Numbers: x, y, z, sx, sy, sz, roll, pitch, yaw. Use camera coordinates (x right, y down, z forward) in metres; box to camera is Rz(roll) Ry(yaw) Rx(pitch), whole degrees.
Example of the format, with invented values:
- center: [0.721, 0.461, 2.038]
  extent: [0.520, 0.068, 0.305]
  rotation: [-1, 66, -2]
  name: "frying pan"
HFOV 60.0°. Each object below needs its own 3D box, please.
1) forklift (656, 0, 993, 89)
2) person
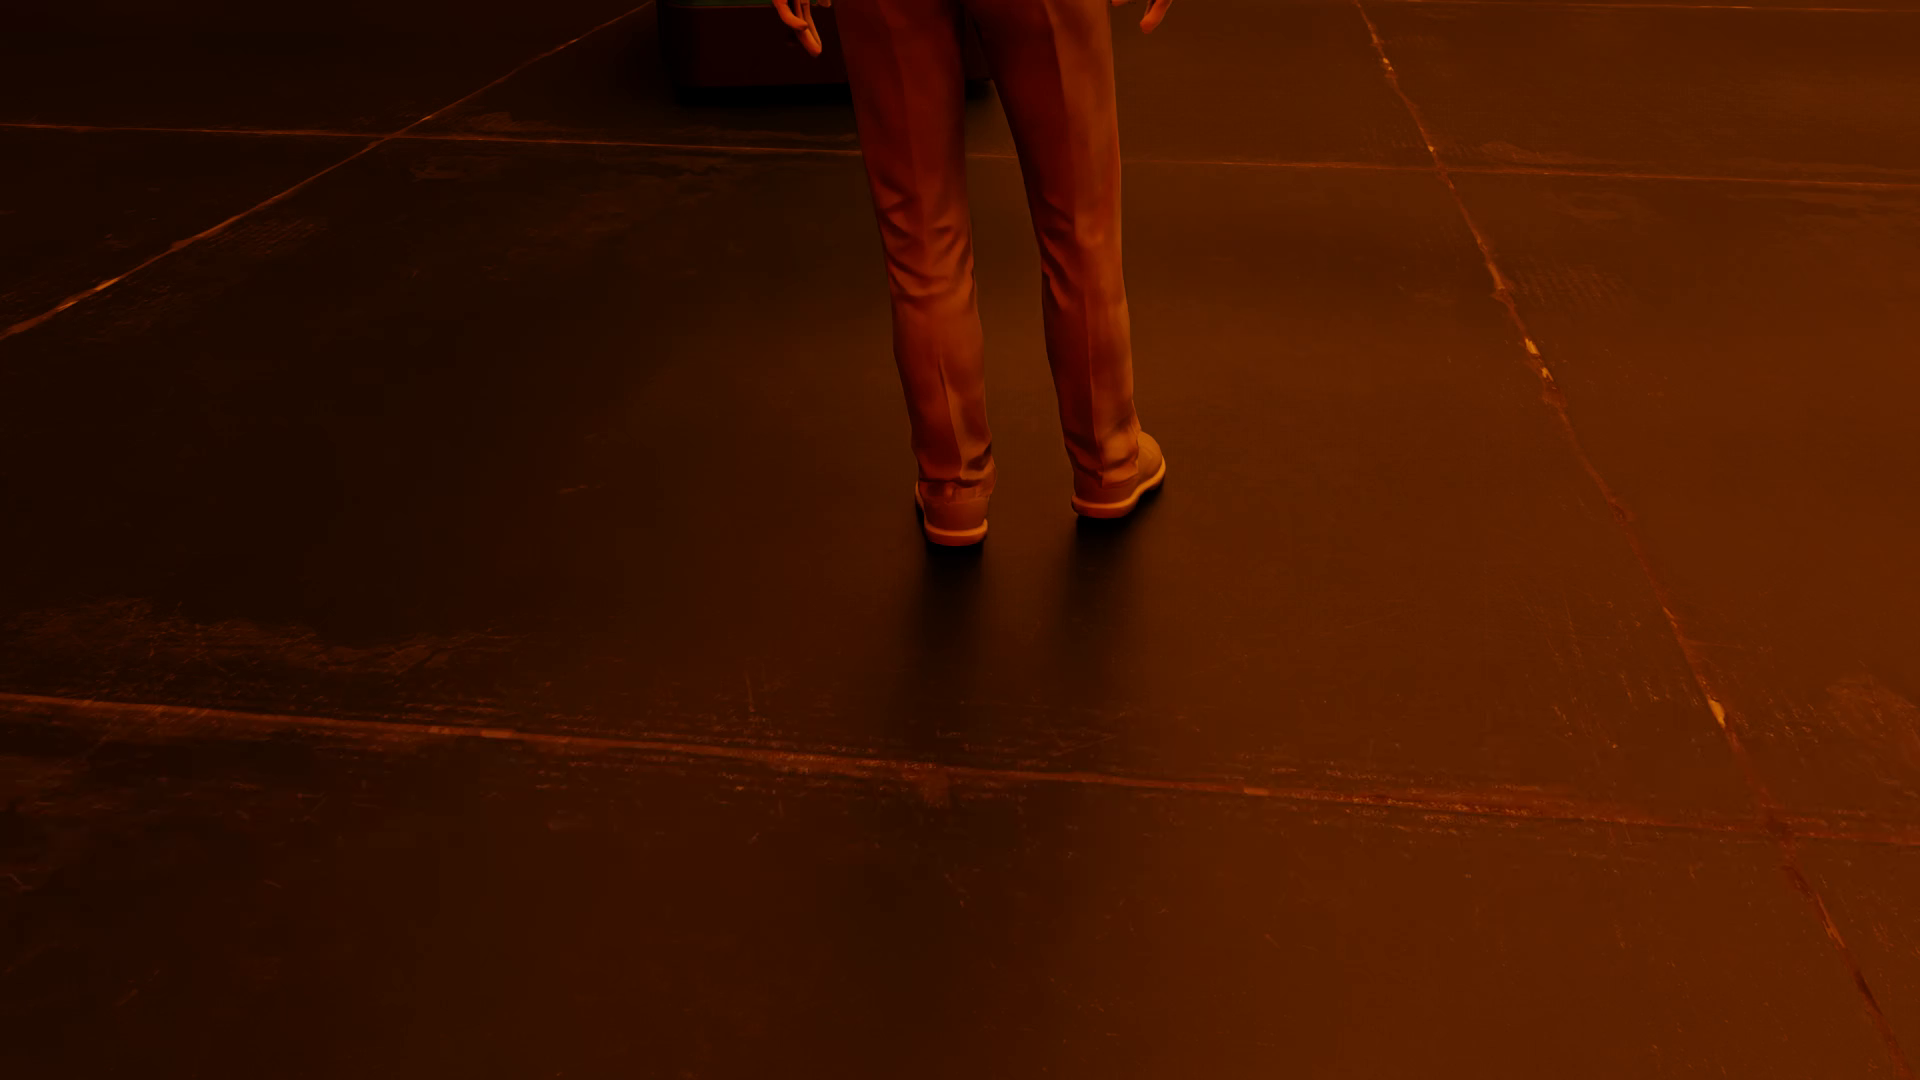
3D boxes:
- center: [-0.590, -3.342, 5.916]
  extent: [1.130, 2.935, 3.031]
  rotation: [-4, 27, -7]
  name: "forklift"
- center: [0.016, -0.795, 2.178]
  extent: [0.588, 1.695, 0.531]
  rotation: [3, 27, 7]
  name: "person"
